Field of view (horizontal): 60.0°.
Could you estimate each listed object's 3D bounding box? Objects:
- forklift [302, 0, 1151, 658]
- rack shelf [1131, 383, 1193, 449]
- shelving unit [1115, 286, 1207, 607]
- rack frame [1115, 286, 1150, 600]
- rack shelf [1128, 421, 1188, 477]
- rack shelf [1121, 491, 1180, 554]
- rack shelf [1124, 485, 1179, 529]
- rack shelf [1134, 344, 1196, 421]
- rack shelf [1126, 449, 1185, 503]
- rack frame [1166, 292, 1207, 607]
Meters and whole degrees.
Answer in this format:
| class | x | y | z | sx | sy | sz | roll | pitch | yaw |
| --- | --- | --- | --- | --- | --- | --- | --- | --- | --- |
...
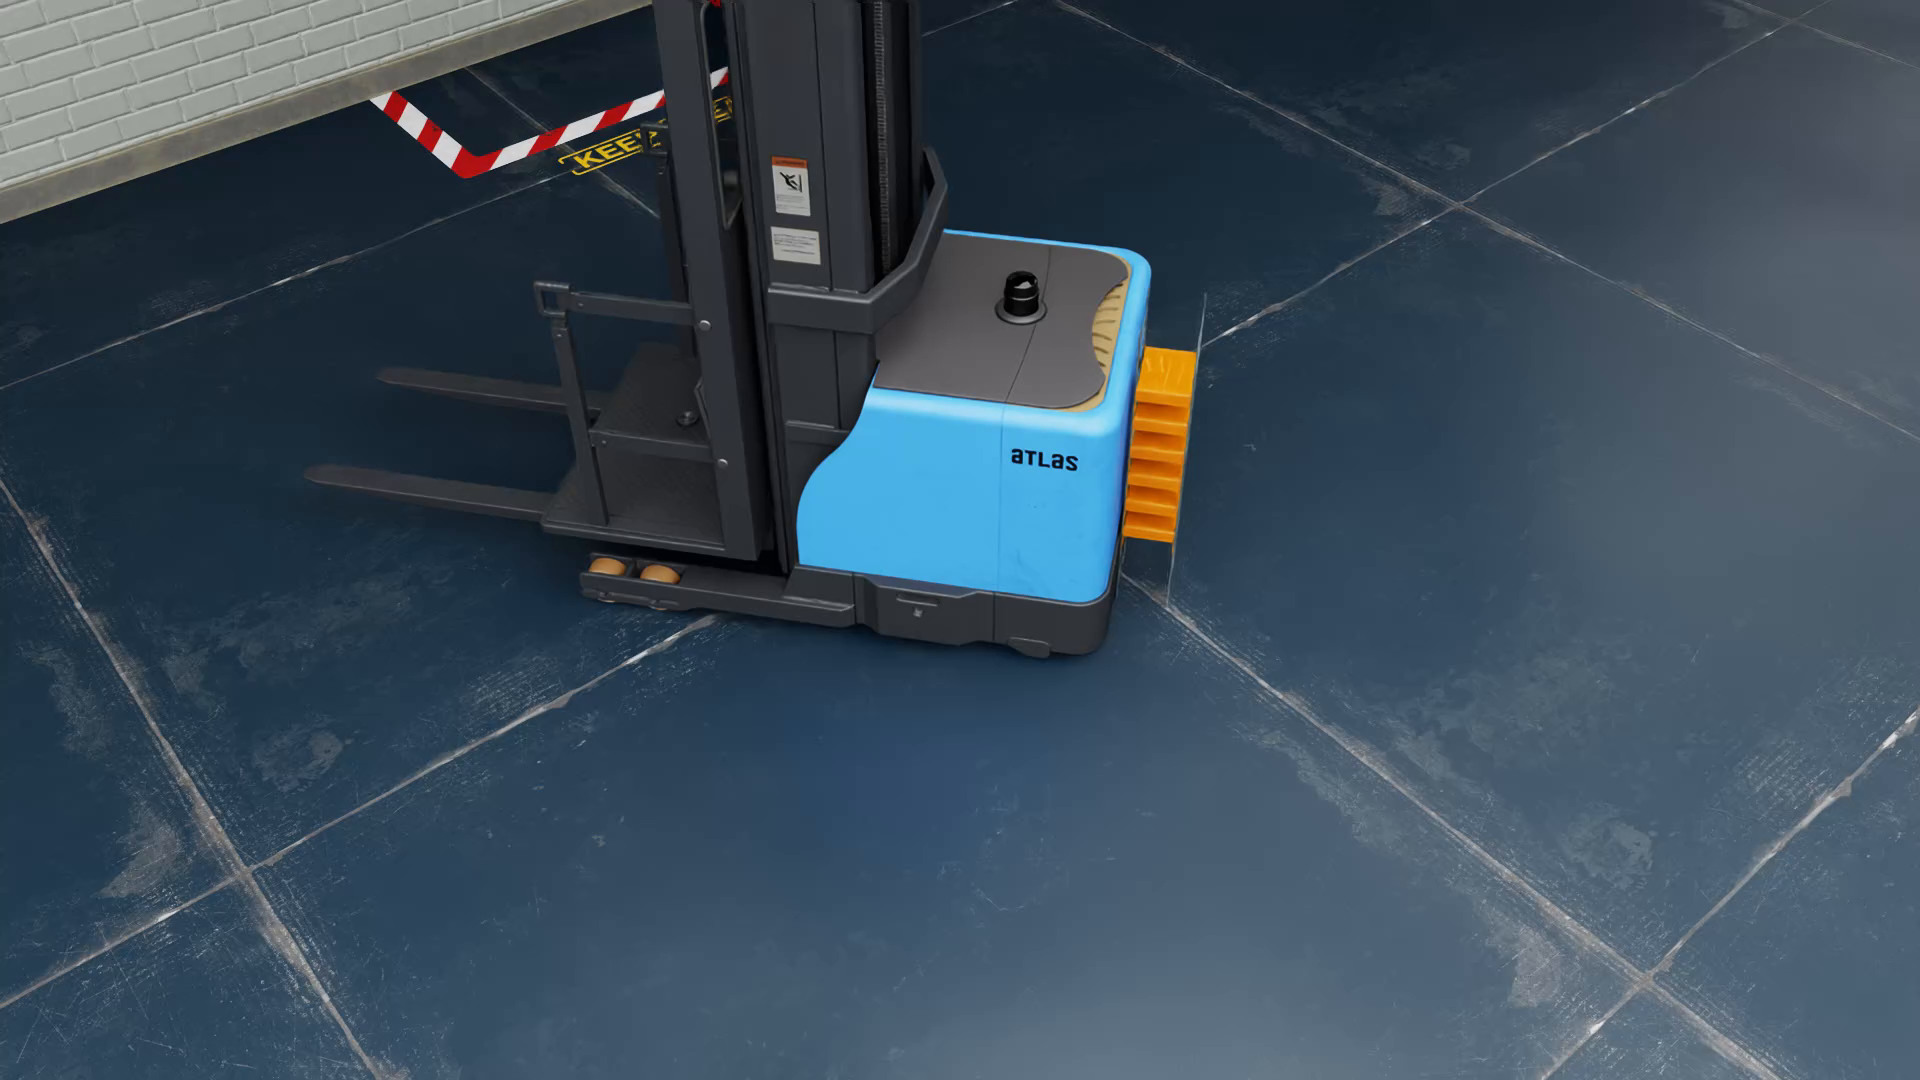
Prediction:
| class | x | y | z | sx | sy | sz | roll | pitch | yaw |
| --- | --- | --- | --- | --- | --- | --- | --- | --- | --- |
| forklift | -0.896 | -1.163 | 5.347 | 3.031 | 2.935 | 1.130 | 8 | 44 | 8 |
| rack shelf | 0.678 | -0.432 | 5.548 | 0.180 | 0.103 | 0.258 | 8 | 44 | 8 |
| shelving unit | 0.678 | -0.289 | 5.682 | 0.189 | 1.200 | 0.258 | 8 | 44 | 8 |
| rack frame | 0.588 | -0.302 | 5.695 | 0.006 | 1.200 | 0.240 | 8 | 44 | 8 |
| rack shelf | 0.678 | -0.345 | 5.630 | 0.180 | 0.103 | 0.258 | 8 | 44 | 8 |
| rack shelf | 0.678 | -0.082 | 5.876 | 0.180 | 0.103 | 0.258 | 8 | 44 | 8 |
| rack shelf | 0.678 | -0.170 | 5.794 | 0.180 | 0.103 | 0.258 | 8 | 44 | 8 |
| rack shelf | 0.678 | -0.519 | 5.466 | 0.180 | 0.103 | 0.258 | 8 | 44 | 8 |
| rack shelf | 0.678 | -0.257 | 5.712 | 0.180 | 0.103 | 0.258 | 8 | 44 | 8 |
| rack frame | 0.768 | -0.277 | 5.669 | 0.006 | 1.200 | 0.240 | 8 | 44 | 8 |
